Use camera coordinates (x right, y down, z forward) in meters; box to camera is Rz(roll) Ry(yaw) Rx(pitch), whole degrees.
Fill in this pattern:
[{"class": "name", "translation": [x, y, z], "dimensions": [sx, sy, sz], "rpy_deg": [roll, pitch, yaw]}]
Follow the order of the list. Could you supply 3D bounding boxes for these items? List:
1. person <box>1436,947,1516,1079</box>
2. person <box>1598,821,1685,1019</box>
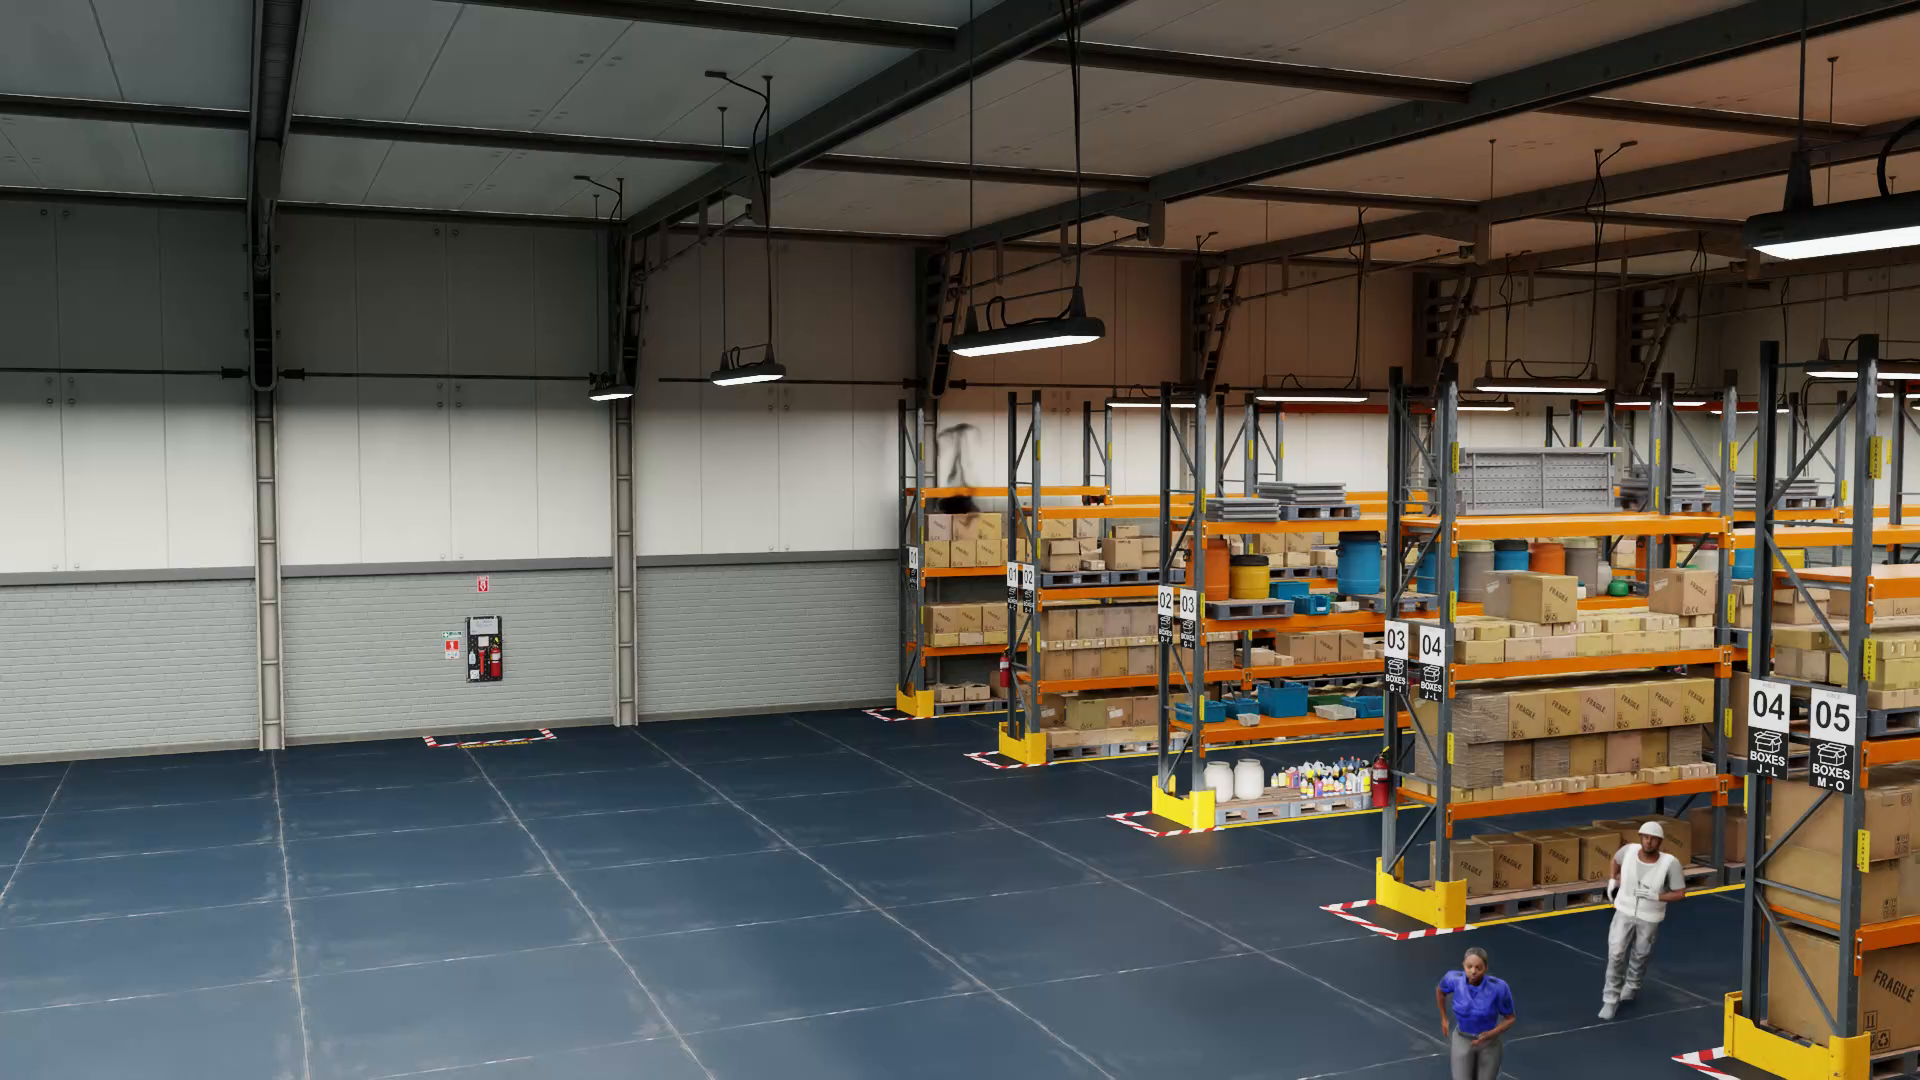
[{"class": "person", "translation": [3.725, 3.692, 12.041], "dimensions": [0.563, 1.574, 0.689], "rpy_deg": [1, 4, 21]}, {"class": "person", "translation": [6.198, 3.424, 15.029], "dimensions": [0.684, 1.845, 0.749], "rpy_deg": [2, 4, 31]}]
